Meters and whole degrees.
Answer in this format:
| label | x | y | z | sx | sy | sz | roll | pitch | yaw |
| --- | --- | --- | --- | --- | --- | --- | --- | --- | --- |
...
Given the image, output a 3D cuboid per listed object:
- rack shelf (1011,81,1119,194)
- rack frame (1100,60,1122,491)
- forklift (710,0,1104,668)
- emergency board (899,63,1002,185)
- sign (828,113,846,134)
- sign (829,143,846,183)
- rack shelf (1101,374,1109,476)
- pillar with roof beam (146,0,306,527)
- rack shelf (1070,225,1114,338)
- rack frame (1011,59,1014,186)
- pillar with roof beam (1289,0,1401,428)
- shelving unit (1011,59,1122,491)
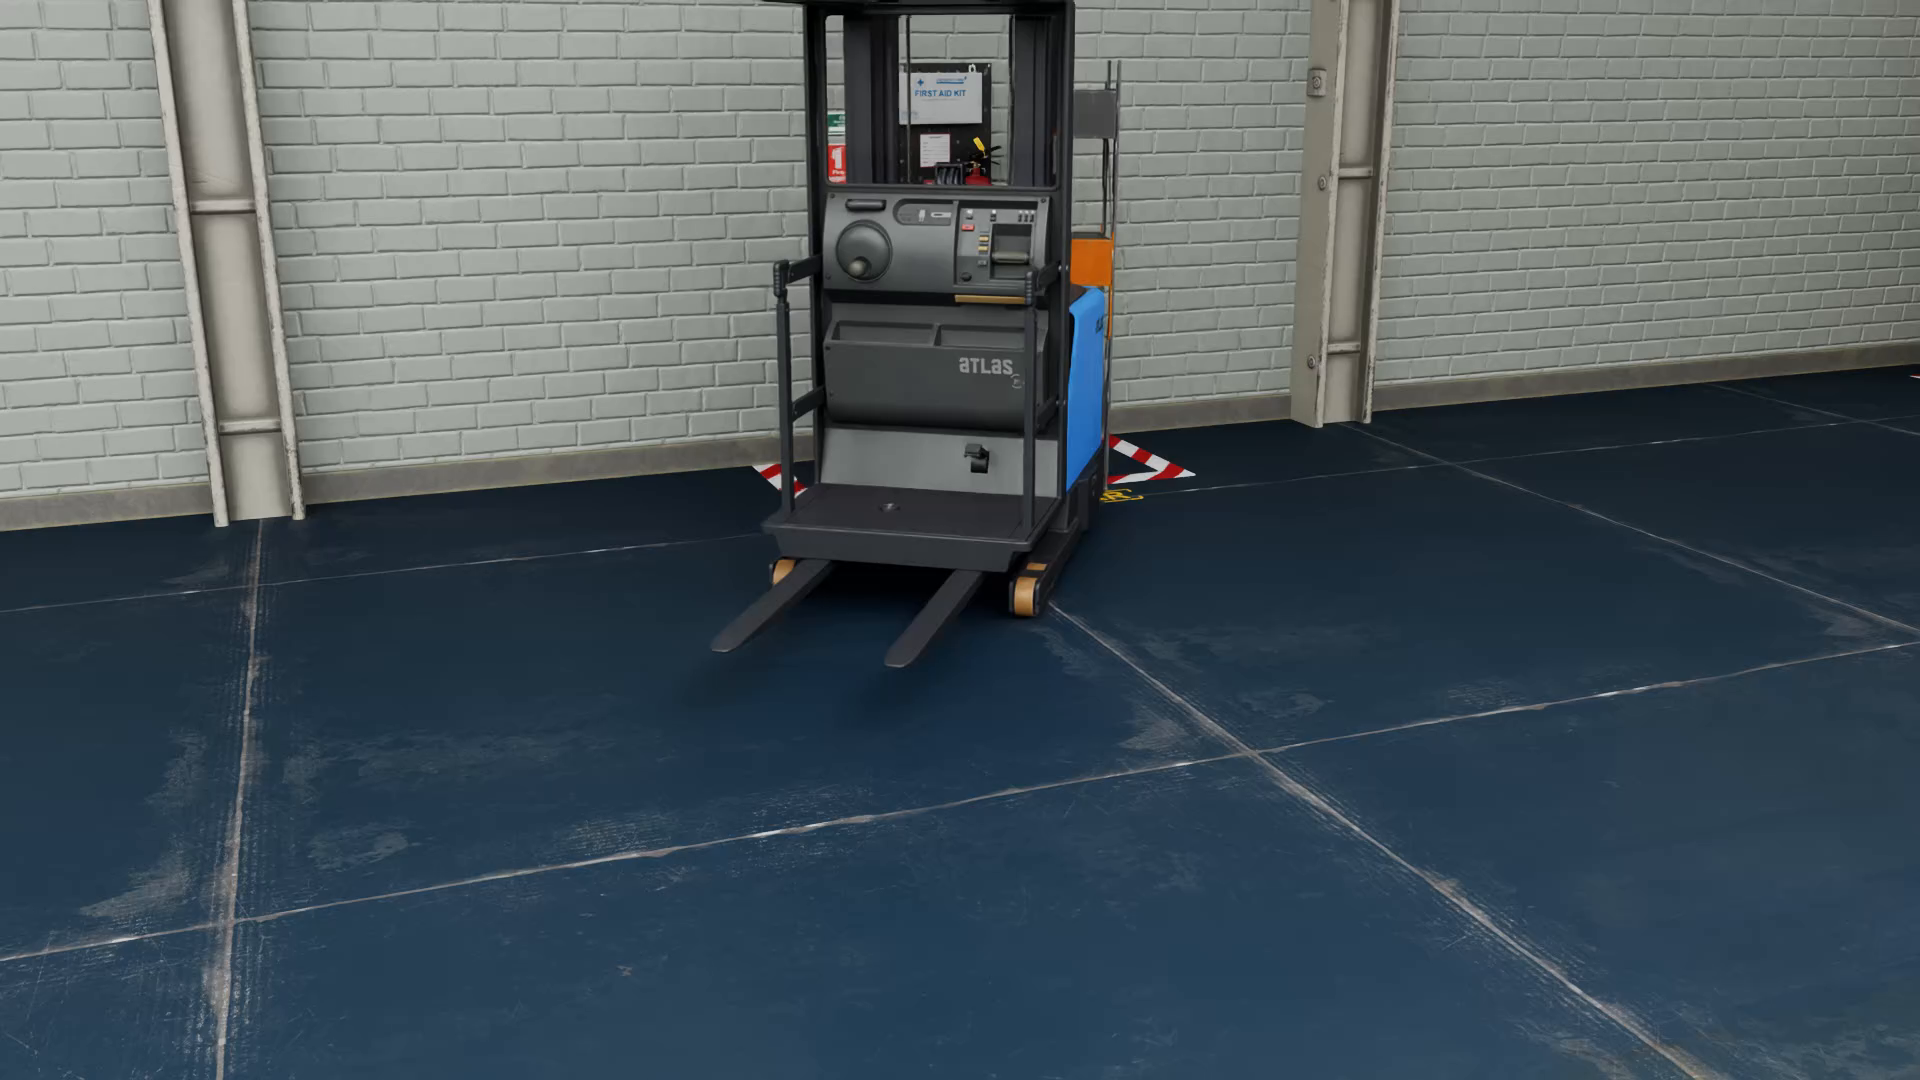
| label | x | y | z | sx | sy | sz | roll | pitch | yaw |
| --- | --- | --- | --- | --- | --- | --- | --- | --- | --- |
| rack shelf | 0.501 | -1.973 | 8.140 | 0.480 | 0.518 | 0.431 | 0 | 16 | -3 |
| rack frame | 0.739 | -1.314 | 8.338 | 0.015 | 2.100 | 0.400 | 0 | 16 | -3 |
| forklift | -0.150 | -1.217 | 6.540 | 1.130 | 2.935 | 3.031 | 4 | 17 | 13 |
| emergency board | -0.085 | -1.927 | 8.836 | 0.643 | 1.169 | 0.194 | -6 | 17 | -20 |
| sign | -0.631 | -2.168 | 8.652 | 0.331 | 0.109 | 0.001 | -6 | 17 | -20 |
| sign | -0.638 | -1.915 | 8.733 | 0.234 | 0.329 | 0.001 | -6 | 17 | -20 |
| rack shelf | 0.490 | -0.626 | 8.520 | 0.480 | 0.518 | 0.431 | 0 | 16 | -3 |
| pillar with roof beam | -1.826 | -3.307 | 2.888 | 0.400 | 9.000 | 9.100 | -6 | 17 | -20 |
| rack shelf | 0.496 | -1.300 | 8.330 | 0.480 | 0.518 | 0.431 | 0 | 16 | -3 |
| rack frame | 0.252 | -1.312 | 8.314 | 0.015 | 2.100 | 0.400 | 0 | 16 | -3 |
| pillar with roof beam | 3.777 | -3.912 | 4.948 | 0.400 | 9.000 | 9.100 | -6 | 17 | -20 |
| shelving unit | 0.496 | -1.313 | 8.326 | 0.503 | 2.100 | 0.431 | 0 | 16 | -3 |
